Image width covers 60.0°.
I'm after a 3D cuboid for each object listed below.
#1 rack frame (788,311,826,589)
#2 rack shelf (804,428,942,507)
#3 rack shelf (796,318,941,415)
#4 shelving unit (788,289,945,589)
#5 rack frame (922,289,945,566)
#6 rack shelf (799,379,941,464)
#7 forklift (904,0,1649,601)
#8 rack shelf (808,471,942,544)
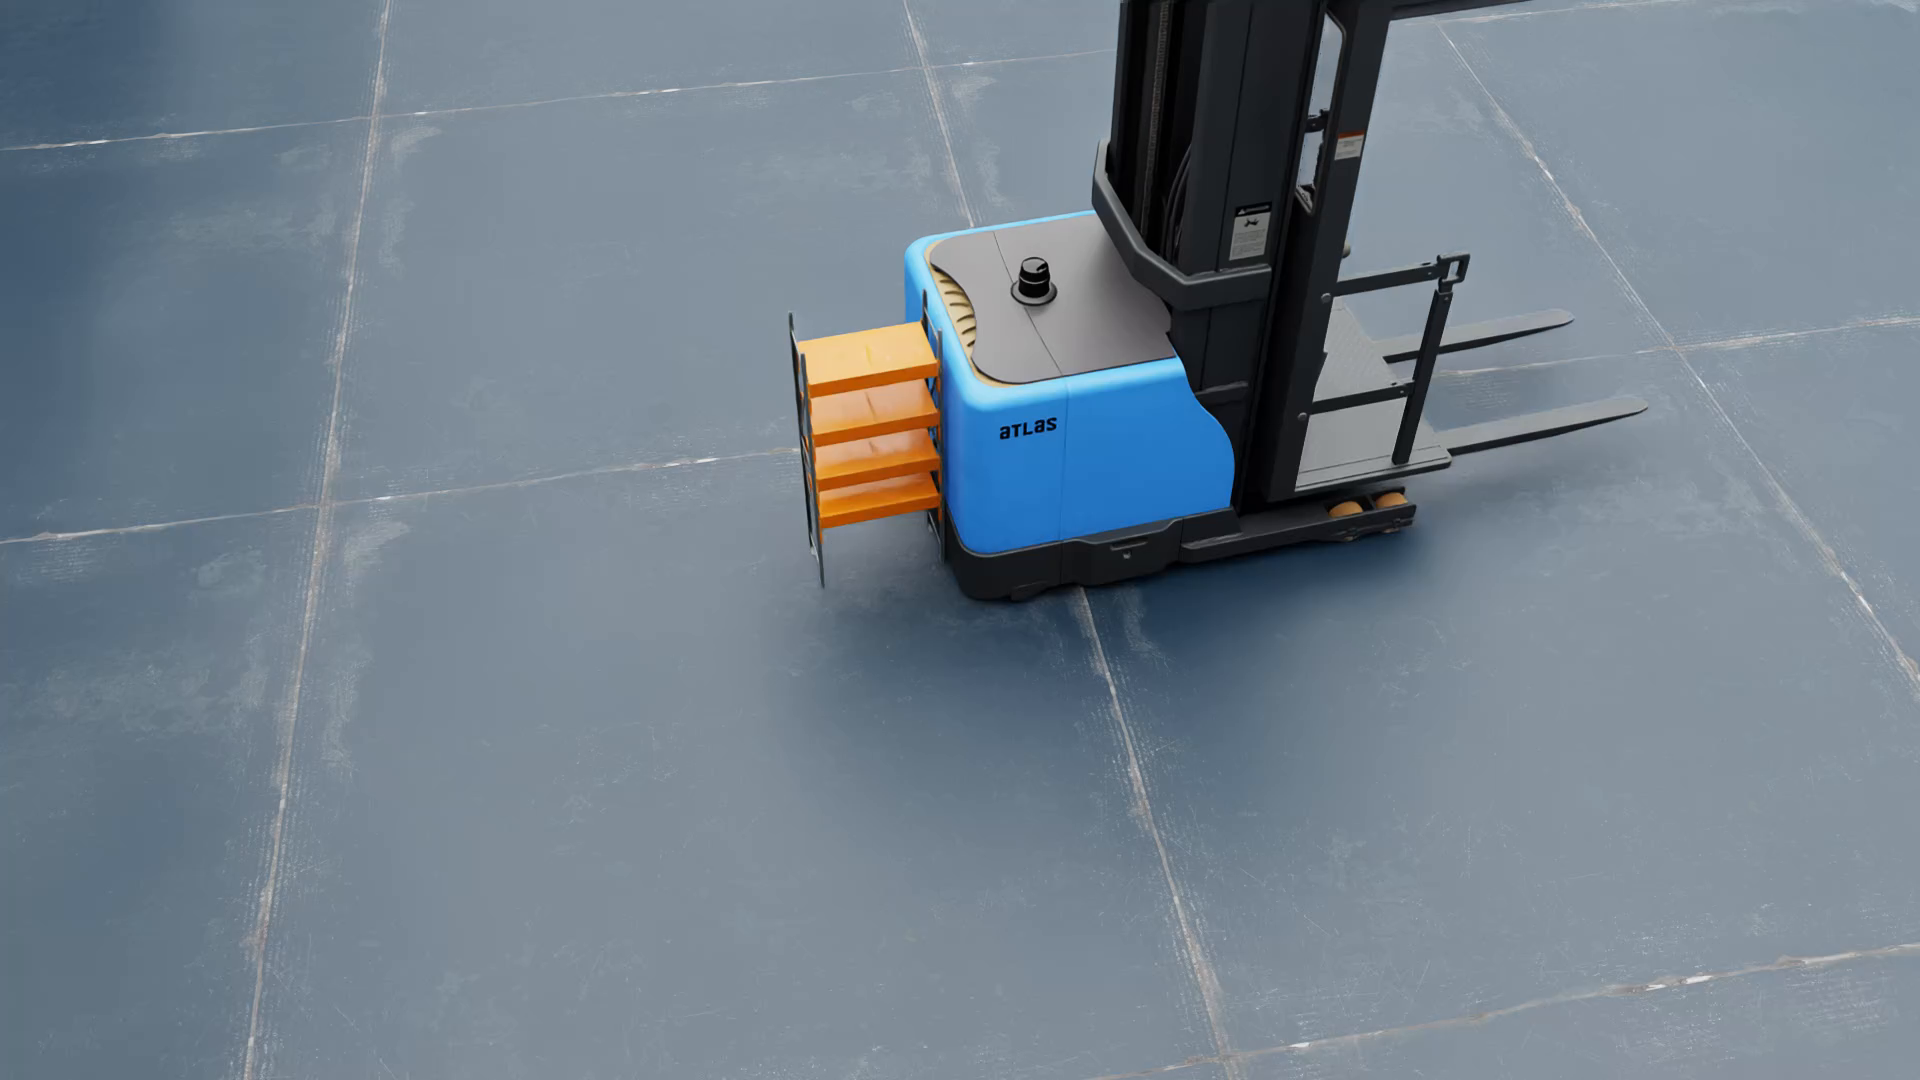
[{"bbox_3d":[-0.570,-0.306,6.212,0.015,1.200,0.240,-11,47,-10],"label":"rack frame"},{"bbox_3d":[-0.334,-0.305,6.304,0.480,0.148,0.258,-11,47,-10],"label":"rack shelf"},{"bbox_3d":[-0.334,-0.625,5.973,0.480,0.148,0.258,-11,47,-10],"label":"rack shelf"},{"bbox_3d":[-0.334,-0.352,6.256,0.503,1.200,0.258,-11,47,-10],"label":"shelving unit"},{"bbox_3d":[-0.098,-0.398,6.300,0.015,1.200,0.240,-11,47,-10],"label":"rack frame"},{"bbox_3d":[-0.334,-0.460,6.143,0.480,0.148,0.258,-11,47,-10],"label":"rack shelf"},{"bbox_3d":[1.347,-1.369,6.034,3.031,2.935,1.130,-11,47,-10],"label":"forklift"},{"bbox_3d":[-0.334,-0.167,6.447,0.480,0.148,0.258,-11,47,-10],"label":"rack shelf"}]
